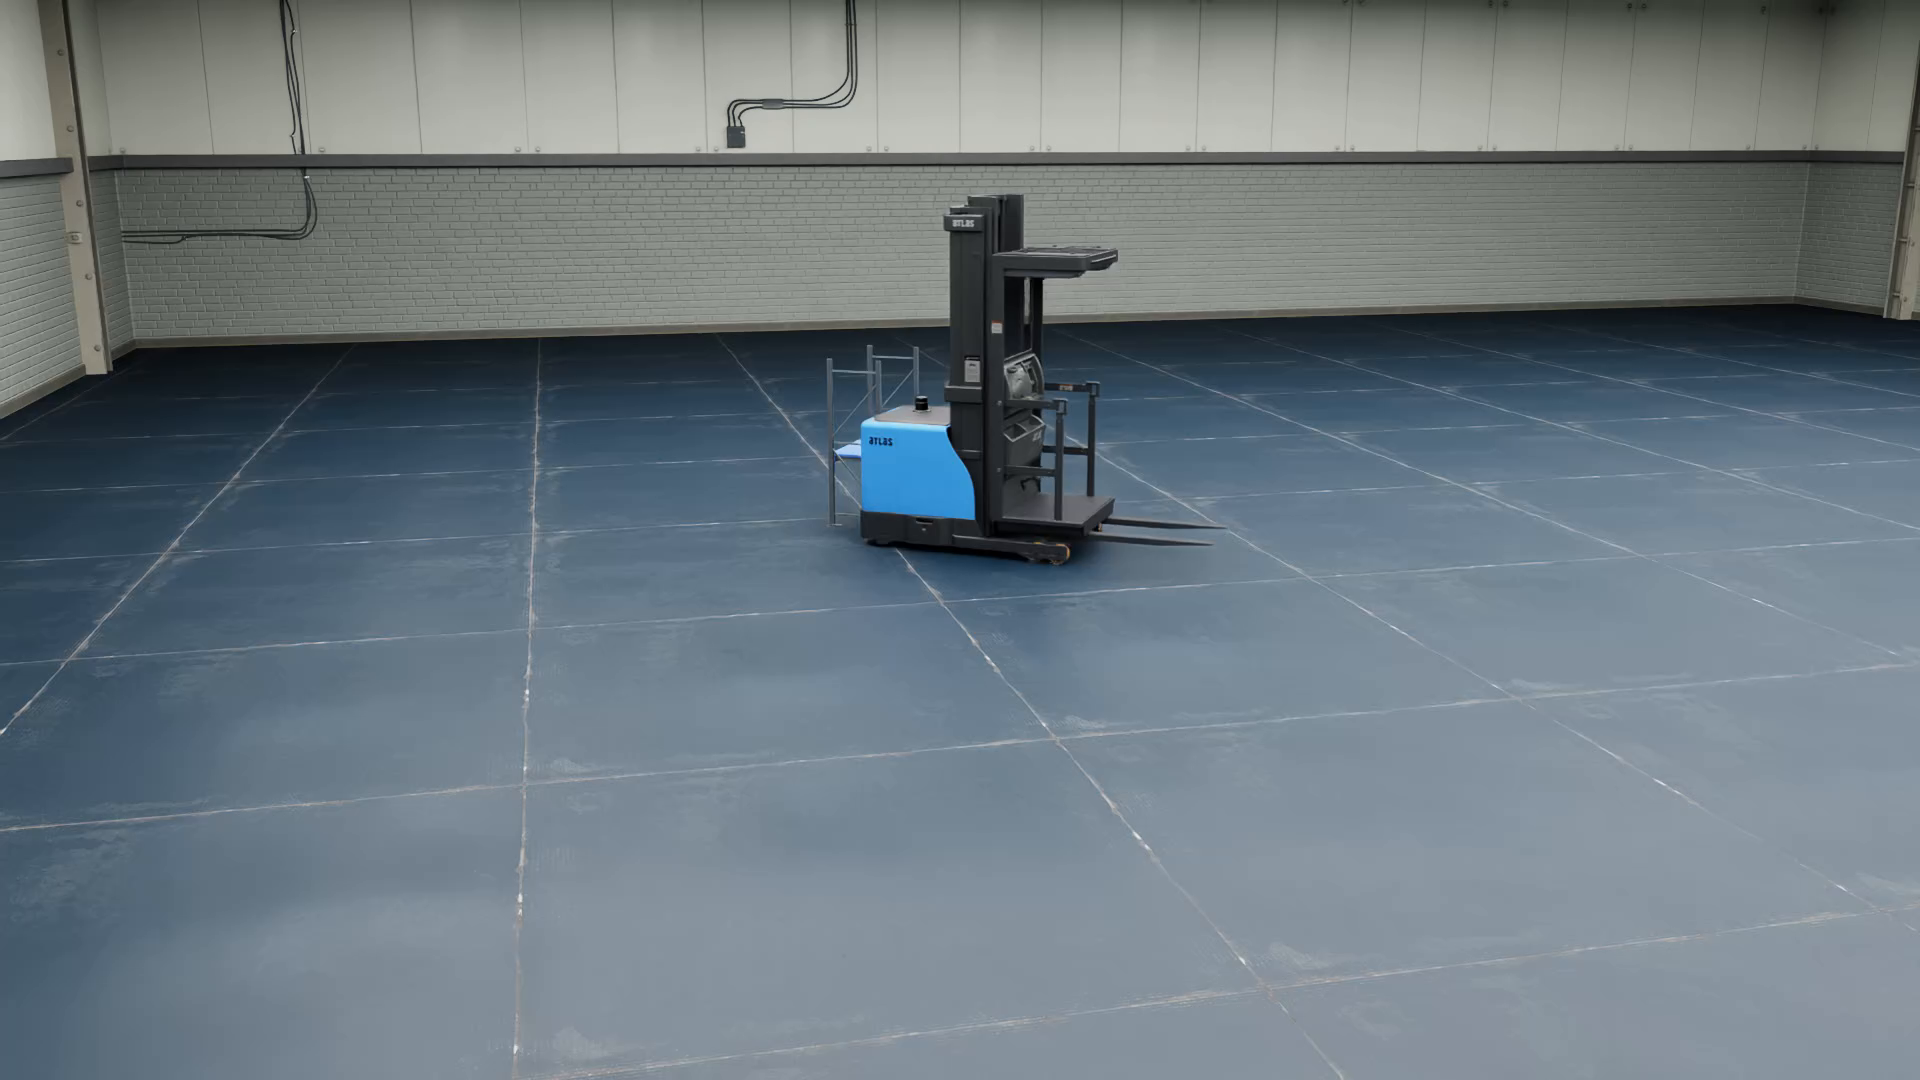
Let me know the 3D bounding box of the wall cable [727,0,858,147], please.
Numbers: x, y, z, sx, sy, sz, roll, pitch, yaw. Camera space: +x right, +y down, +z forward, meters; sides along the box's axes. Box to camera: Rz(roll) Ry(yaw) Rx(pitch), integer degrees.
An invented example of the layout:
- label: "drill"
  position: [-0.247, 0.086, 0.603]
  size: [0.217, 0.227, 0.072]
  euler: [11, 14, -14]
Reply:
- label: "wall cable"
  position: [-2.897, -9.777, 28.318]
  size: [2.305, 6.003, 0.169]
  euler: [-3, 14, -13]

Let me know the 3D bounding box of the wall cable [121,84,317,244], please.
- label: "wall cable"
  position: [-12.129, -6.091, 26.939]
  size: [3.097, 2.526, 0.112]
  euler: [-3, 14, -13]

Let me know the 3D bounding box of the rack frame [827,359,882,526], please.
- label: "rack frame"
  position: [-0.929, -0.847, 14.734]
  size: [0.500, 1.500, 0.032]
  euler: [4, 14, 17]

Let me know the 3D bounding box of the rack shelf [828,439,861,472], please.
- label: "rack shelf"
  position: [-0.778, -0.787, 15.248]
  size: [0.538, 0.185, 1.000]
  euler: [4, 14, 17]

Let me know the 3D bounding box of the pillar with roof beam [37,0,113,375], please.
- label: "pillar with roof beam"
  position: [-8.538, -7.086, 24.469]
  size: [9.100, 9.000, 0.400]
  euler: [-3, 14, -13]

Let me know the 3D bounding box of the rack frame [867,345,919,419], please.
- label: "rack frame"
  position: [-0.627, -1.077, 15.677]
  size: [0.500, 1.500, 0.032]
  euler: [4, 14, 17]

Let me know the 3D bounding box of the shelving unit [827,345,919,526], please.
- label: "shelving unit"
  position: [-0.778, -0.962, 15.205]
  size: [0.538, 1.500, 1.048]
  euler: [4, 14, 17]

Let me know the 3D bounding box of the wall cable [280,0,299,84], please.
- label: "wall cable"
  position: [-9.499, -8.695, 26.957]
  size: [3.097, 2.526, 0.112]
  euler: [-3, 14, -13]

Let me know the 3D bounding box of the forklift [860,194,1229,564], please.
- label: "forklift"
  position: [0.719, -1.368, 13.851]
  size: [3.031, 2.935, 1.130]
  euler: [5, 15, 19]

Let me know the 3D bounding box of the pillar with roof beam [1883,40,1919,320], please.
- label: "pillar with roof beam"
  position: [13.712, -8.362, 29.691]
  size: [9.100, 9.000, 0.400]
  euler: [-3, 14, -13]
